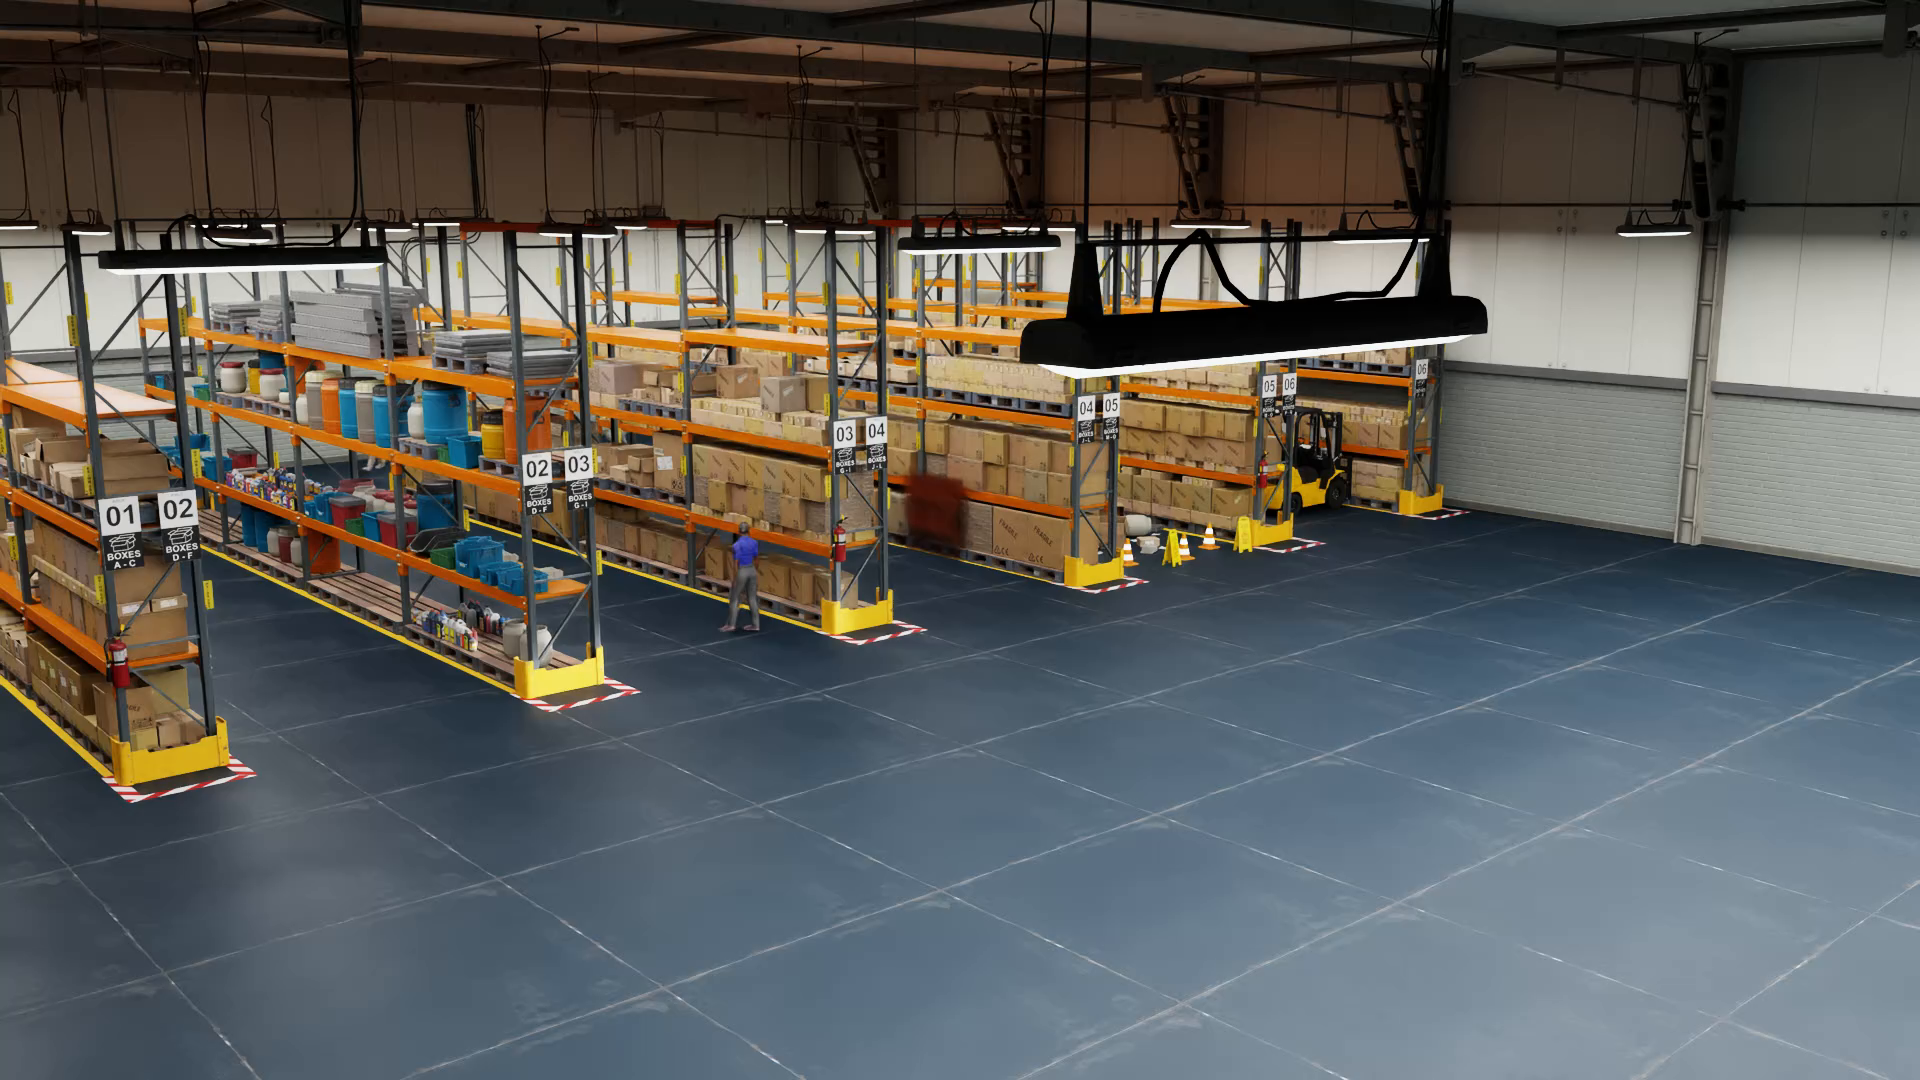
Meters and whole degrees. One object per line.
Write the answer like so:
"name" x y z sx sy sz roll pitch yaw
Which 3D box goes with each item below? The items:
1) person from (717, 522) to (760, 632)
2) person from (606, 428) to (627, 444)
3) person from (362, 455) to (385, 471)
"person" -3.279 0.564 24.960 0.605 1.674 0.543 -10 15 -41
"person" -8.671 -2.950 42.063 0.585 1.802 0.462 5 12 23
"person" -14.172 -2.516 40.002 0.573 1.689 0.924 4 12 19
